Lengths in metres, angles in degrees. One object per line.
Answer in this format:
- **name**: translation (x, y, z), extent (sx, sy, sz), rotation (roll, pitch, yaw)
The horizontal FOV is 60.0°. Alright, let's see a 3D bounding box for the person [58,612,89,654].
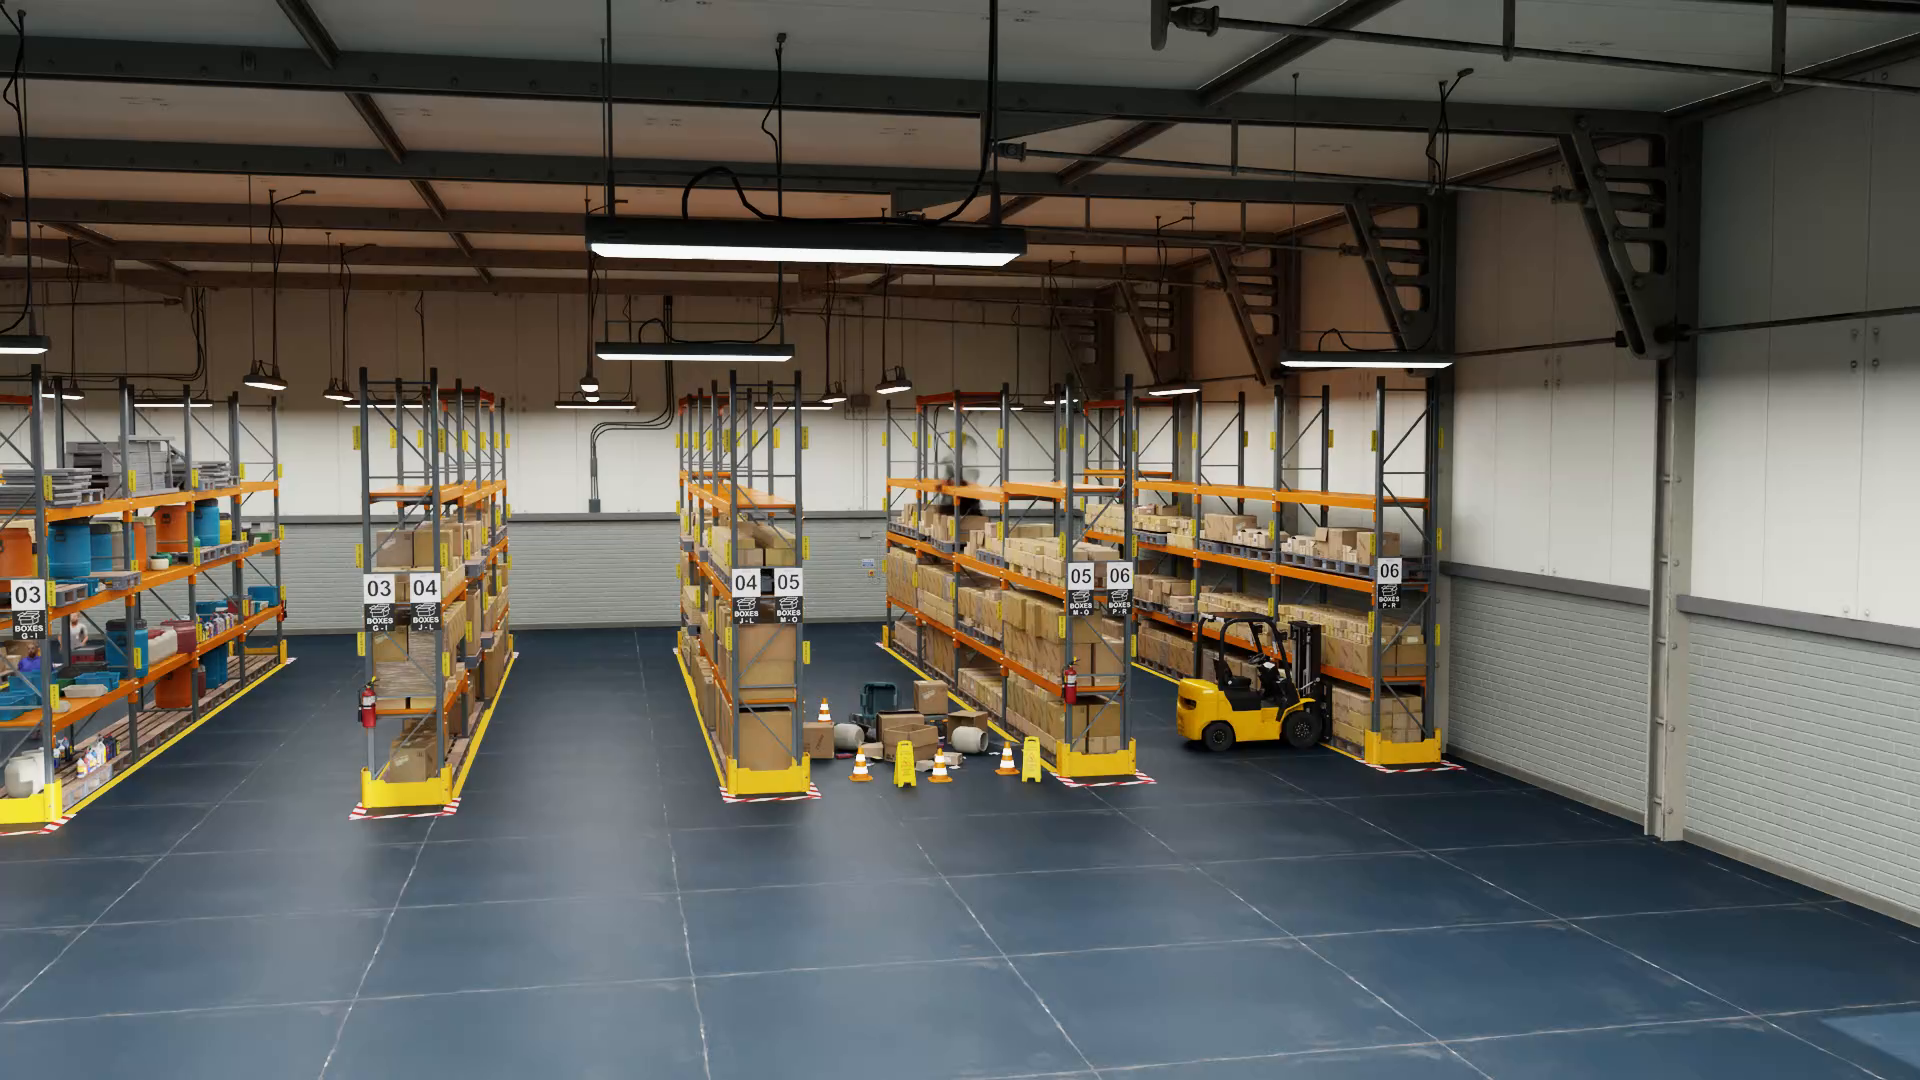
- **person**: translation (-17.701, 2.219, 33.207), extent (0.550, 1.616, 0.593), rotation (-2, 4, -25)

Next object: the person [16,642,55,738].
- **person**: translation (-15.487, 2.528, 27.803), extent (0.563, 1.618, 0.572), rotation (-1, 4, -17)
